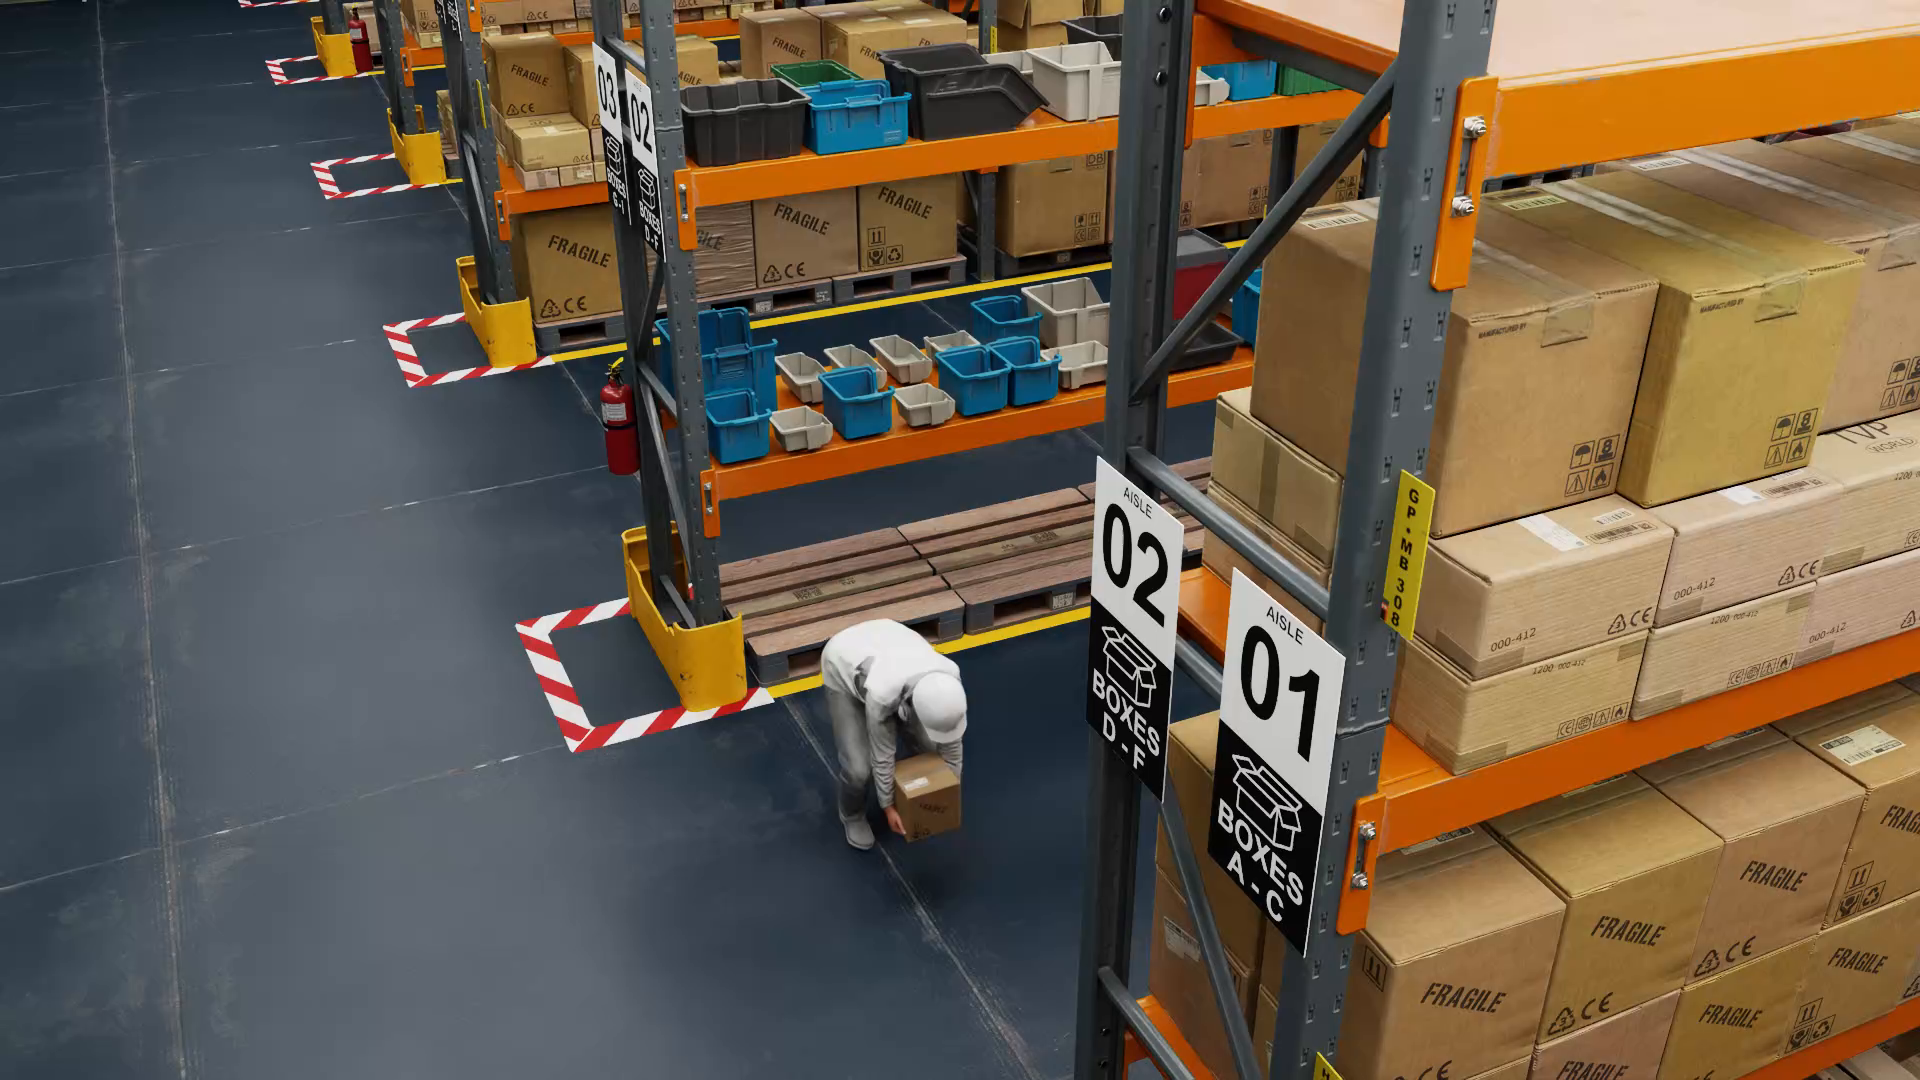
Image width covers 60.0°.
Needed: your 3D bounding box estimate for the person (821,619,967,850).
[{"bbox_3d":[-0.259,0.922,7.394,0.492,1.178,0.985,-14,32,-24],"label":"person"}]
